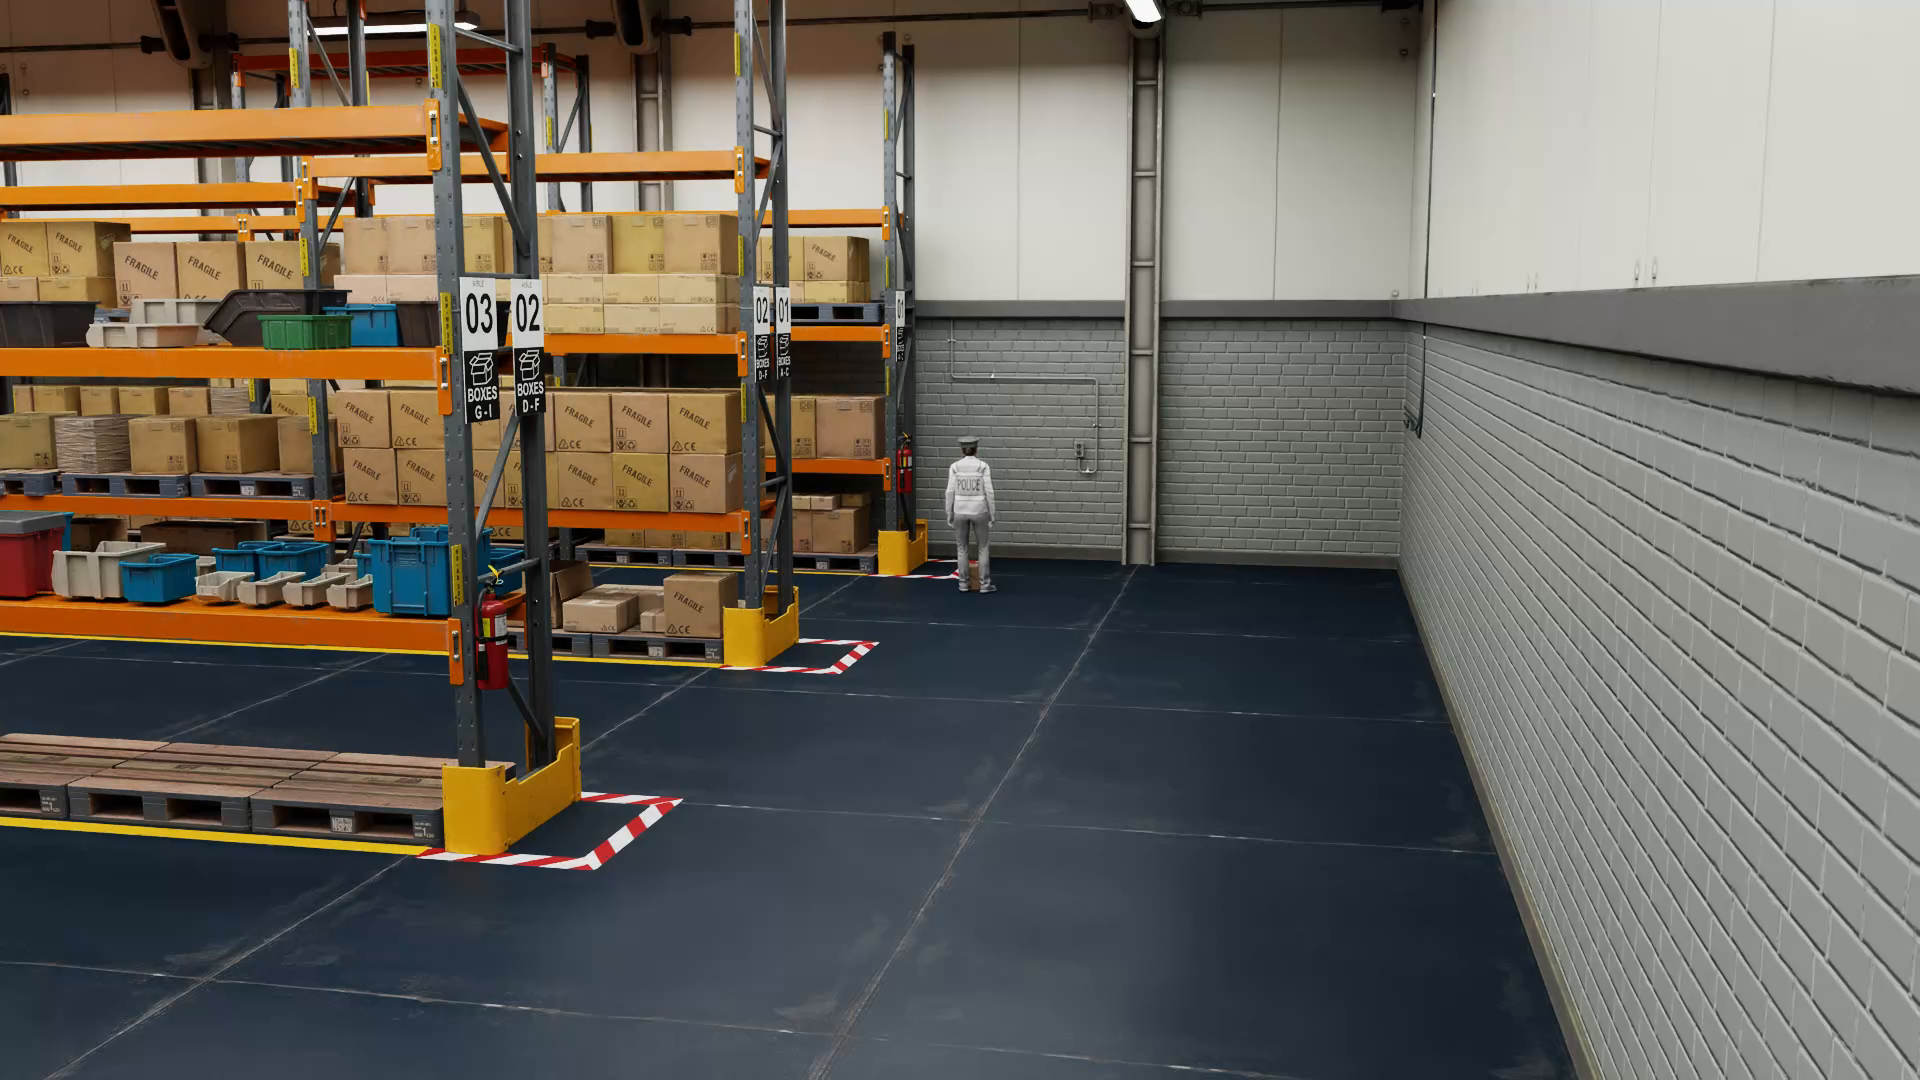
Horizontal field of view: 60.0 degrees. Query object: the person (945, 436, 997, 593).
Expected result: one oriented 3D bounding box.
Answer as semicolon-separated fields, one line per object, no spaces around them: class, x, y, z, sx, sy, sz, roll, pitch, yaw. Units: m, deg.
person;0.117;-0.270;17.713;0.535;1.662;0.414;1;8;8
